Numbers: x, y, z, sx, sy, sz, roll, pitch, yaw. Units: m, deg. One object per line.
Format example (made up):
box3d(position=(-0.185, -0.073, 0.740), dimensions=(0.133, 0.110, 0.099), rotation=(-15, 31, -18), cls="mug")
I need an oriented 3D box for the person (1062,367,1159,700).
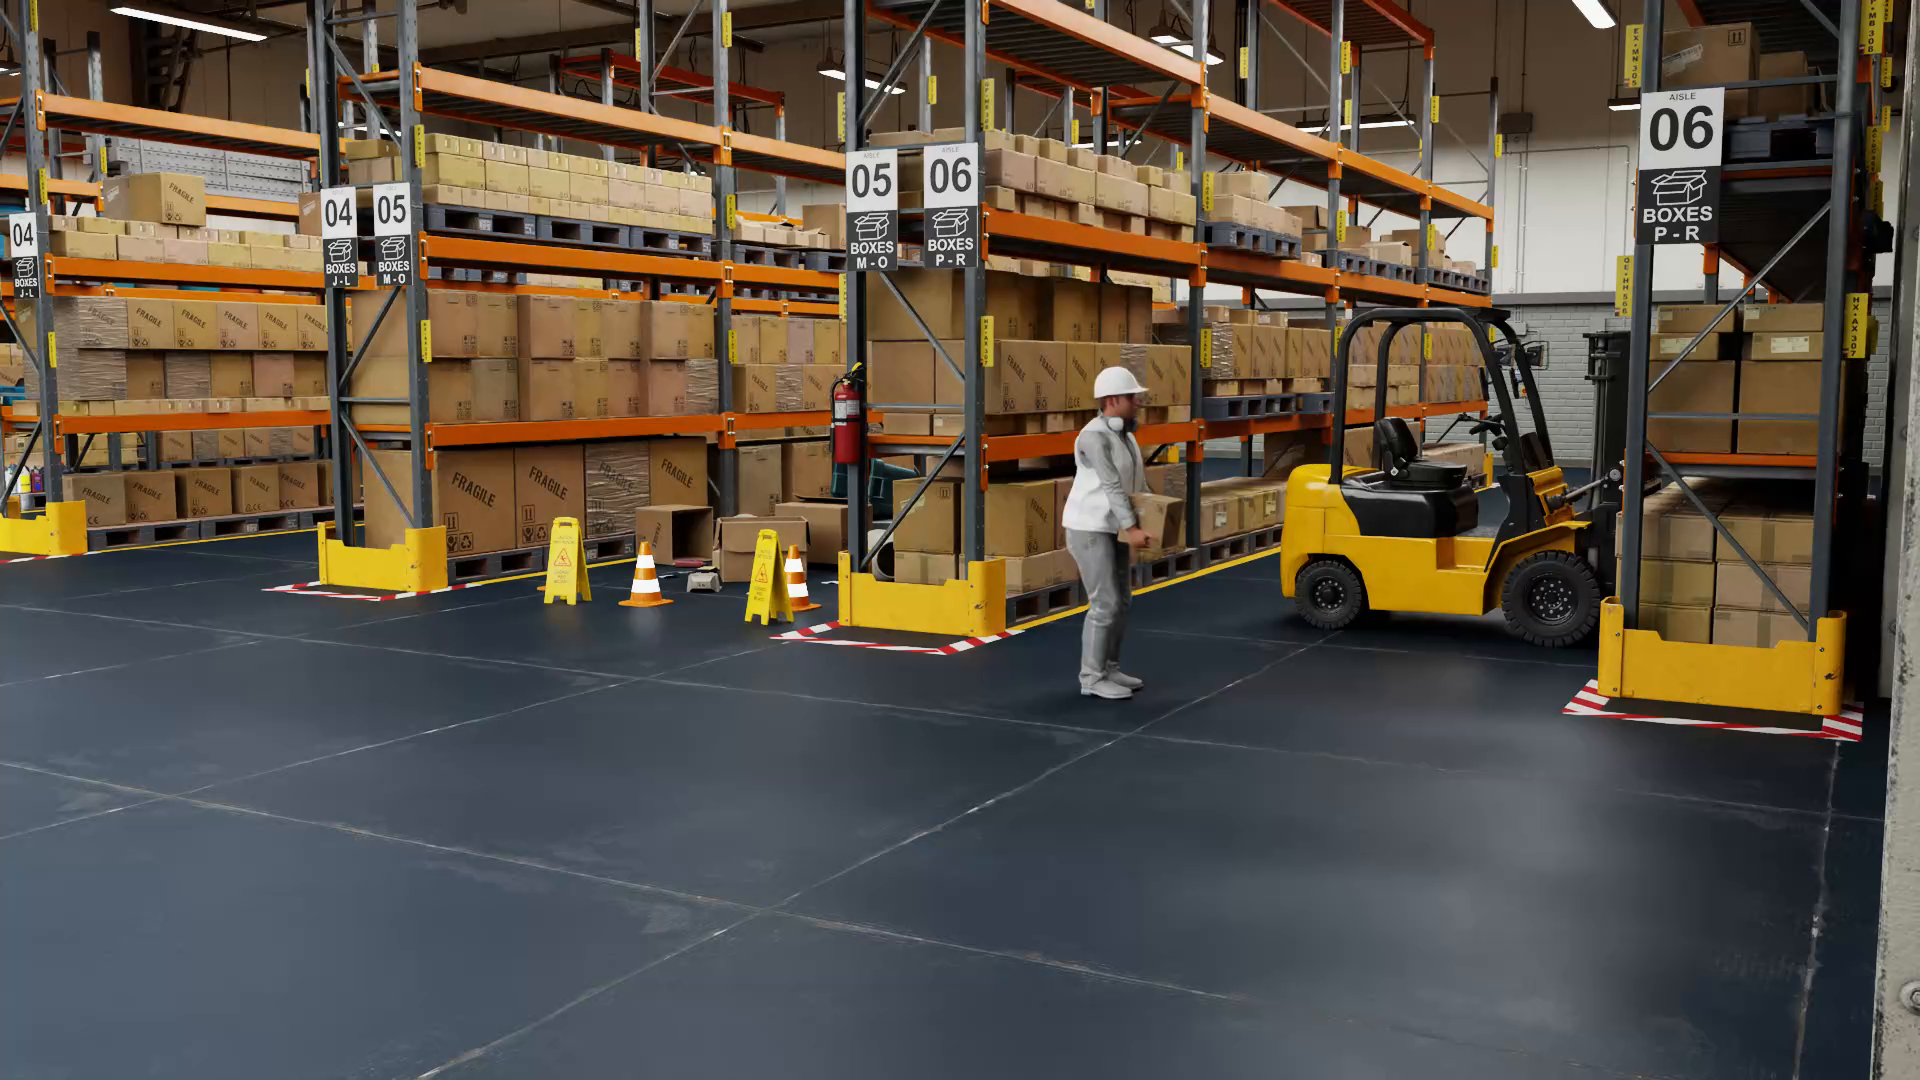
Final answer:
box3d(position=(0.858, -0.045, 8.980), dimensions=(0.571, 1.769, 0.490), rotation=(3, 7, 28), cls="person")
